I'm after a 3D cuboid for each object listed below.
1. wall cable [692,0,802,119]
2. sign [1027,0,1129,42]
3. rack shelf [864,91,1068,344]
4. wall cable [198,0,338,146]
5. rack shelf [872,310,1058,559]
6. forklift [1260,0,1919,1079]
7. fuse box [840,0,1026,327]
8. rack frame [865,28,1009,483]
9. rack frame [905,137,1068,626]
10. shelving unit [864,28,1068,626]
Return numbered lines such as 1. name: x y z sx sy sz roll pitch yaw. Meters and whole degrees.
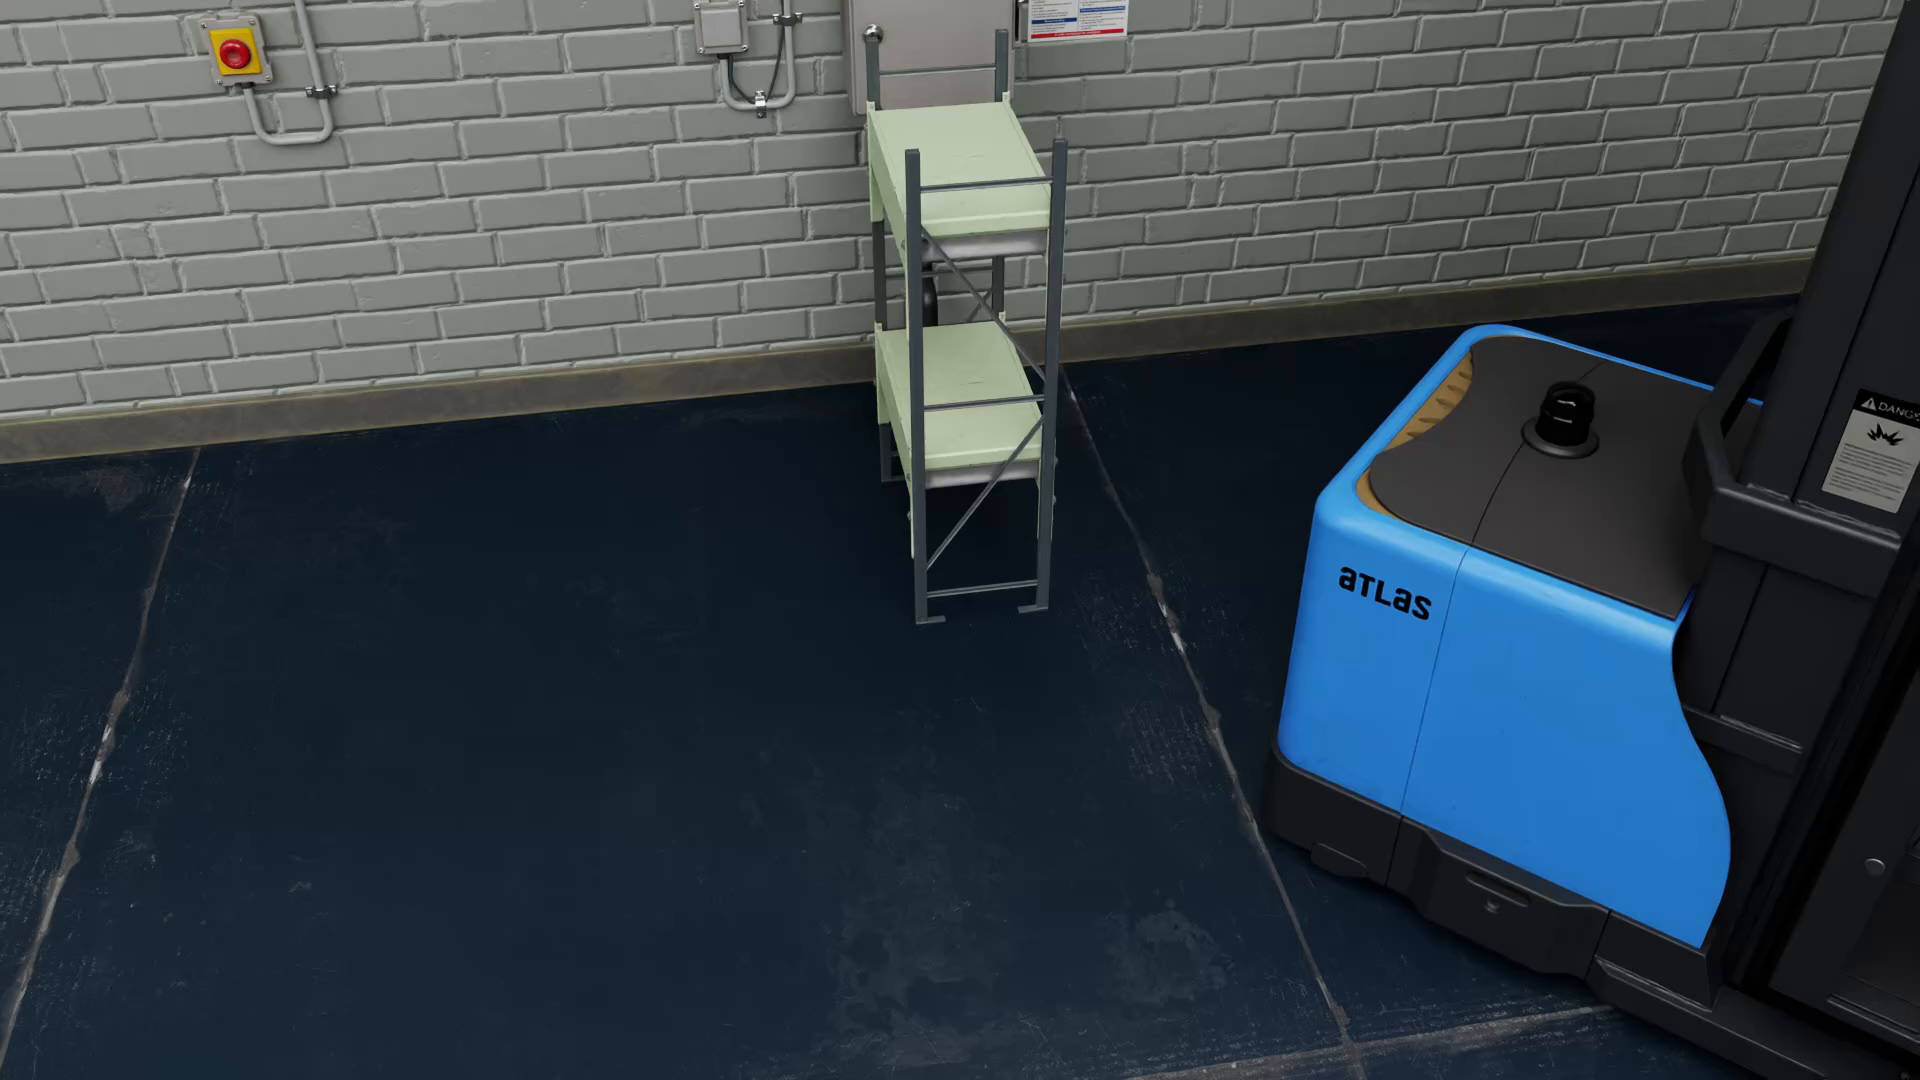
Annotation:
1. wall cable: -0.771 -2.094 4.672 0.588 1.984 0.122 -6 38 -8
2. sign: 0.378 -1.811 5.214 0.329 0.494 0.001 -6 38 -8
3. rack shelf: 0.001 -0.896 4.545 0.431 0.370 0.720 -6 38 -8
4. wall cable: -2.166 -1.946 4.457 0.585 1.953 0.123 -6 38 -8
5. rack shelf: 0.001 -0.331 4.985 0.431 0.370 0.720 -6 38 -8
6. forklift: 2.267 -0.123 3.020 3.031 2.935 1.130 23 43 27
7. fuse box: -0.072 -1.162 5.351 0.539 1.711 0.414 -6 38 -8
8. rack frame: -0.063 -0.809 5.069 0.400 1.500 0.023 -6 38 -8
9. rack frame: 0.065 -0.367 4.500 0.400 1.500 0.023 -6 38 -8
10. shelving unit: 0.001 -0.588 4.785 0.431 1.500 0.755 -6 38 -8
